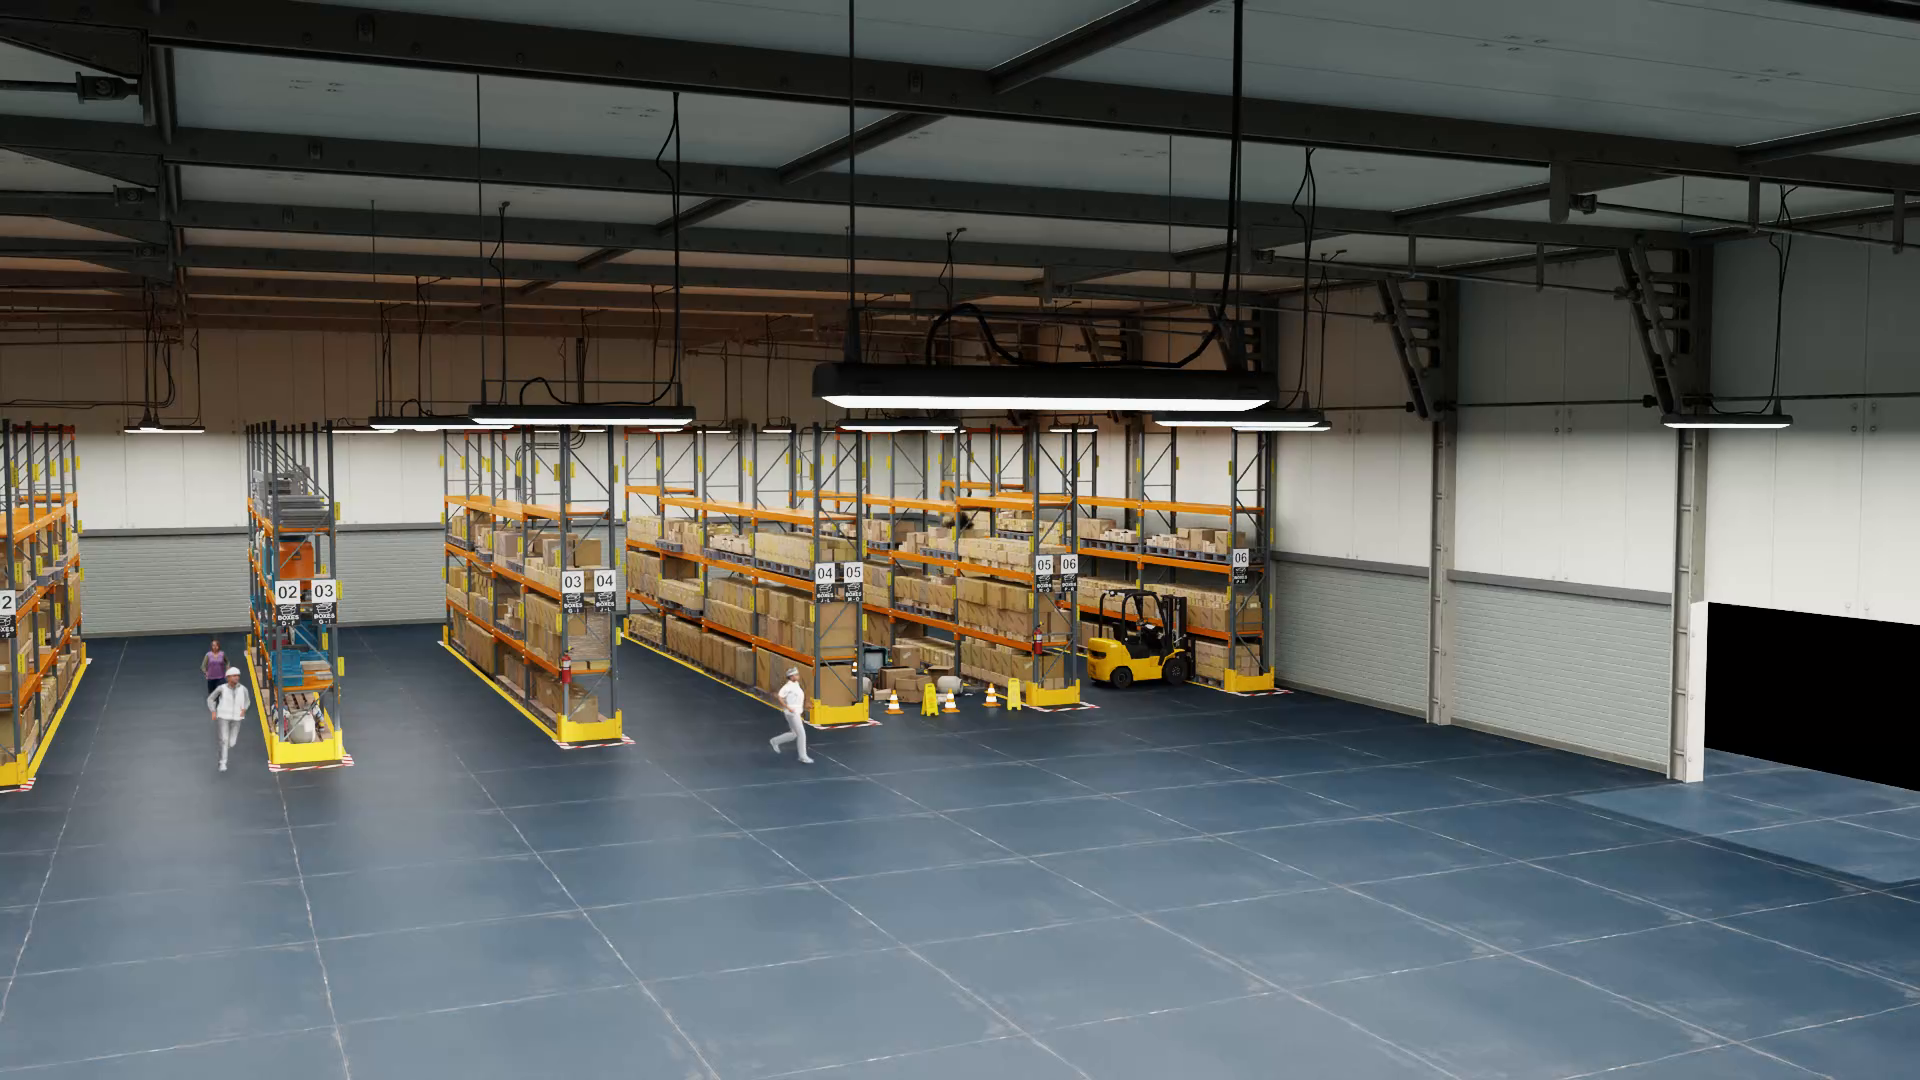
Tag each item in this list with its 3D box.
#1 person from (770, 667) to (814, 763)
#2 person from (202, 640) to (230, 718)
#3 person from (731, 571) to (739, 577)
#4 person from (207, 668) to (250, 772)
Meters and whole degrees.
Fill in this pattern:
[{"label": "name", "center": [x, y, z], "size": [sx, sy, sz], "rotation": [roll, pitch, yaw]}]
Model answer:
[{"label": "person", "center": [-2.950, 3.067, 29.235], "size": [0.800, 1.698, 0.579], "rotation": [1, 4, 12]}, {"label": "person", "center": [-15.184, 2.873, 33.960], "size": [0.546, 1.474, 0.657], "rotation": [-2, 4, -27]}, {"label": "person", "center": [-6.768, 1.704, 50.437], "size": [0.739, 1.711, 0.634], "rotation": [-2, 4, -27]}, {"label": "person", "center": [-12.631, 3.073, 28.761], "size": [0.698, 1.739, 0.774], "rotation": [-3, 5, -39]}]
